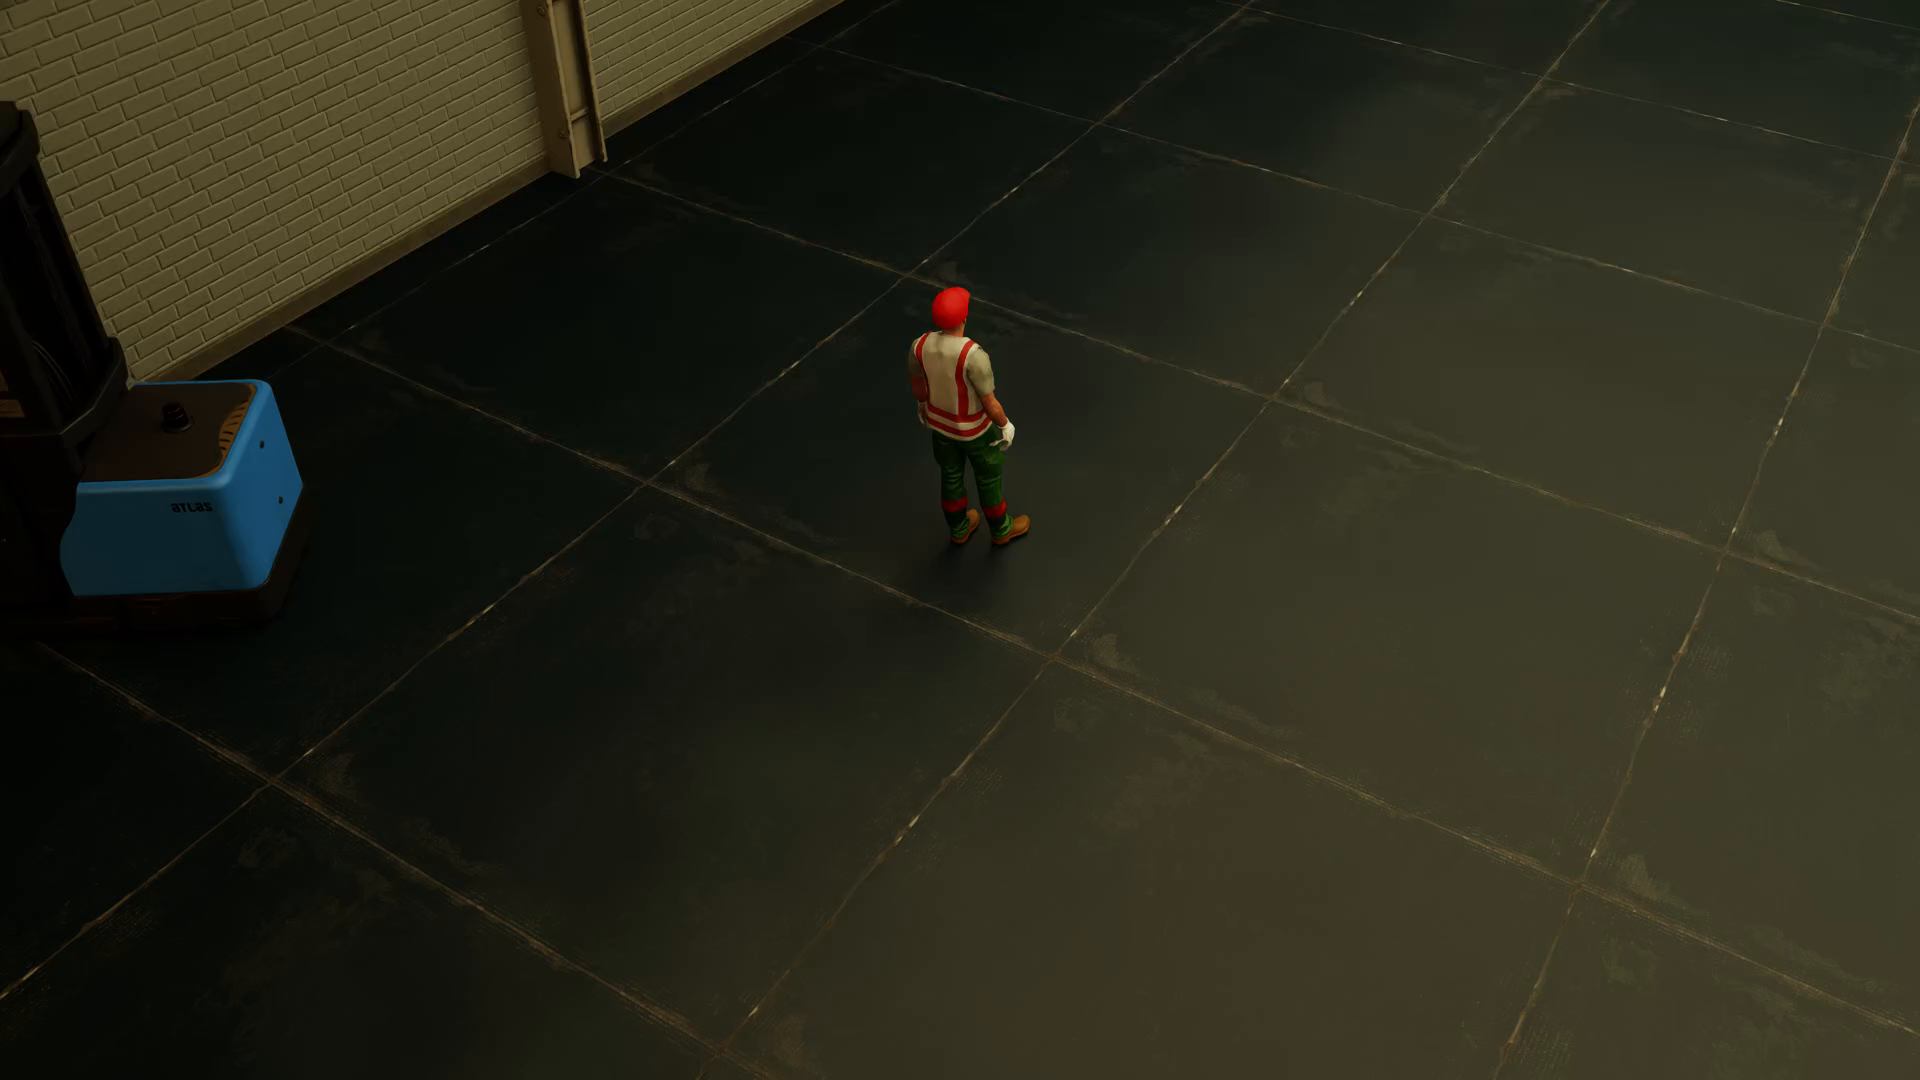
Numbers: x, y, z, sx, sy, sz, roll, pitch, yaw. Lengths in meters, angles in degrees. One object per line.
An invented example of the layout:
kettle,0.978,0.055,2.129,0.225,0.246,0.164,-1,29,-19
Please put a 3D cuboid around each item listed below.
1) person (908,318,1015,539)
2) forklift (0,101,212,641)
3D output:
person,0.017,-0.692,9.652,0.637,1.690,0.419,22,45,24
forklift,-5.479,-0.879,9.004,3.031,2.935,1.121,-2,40,-3
